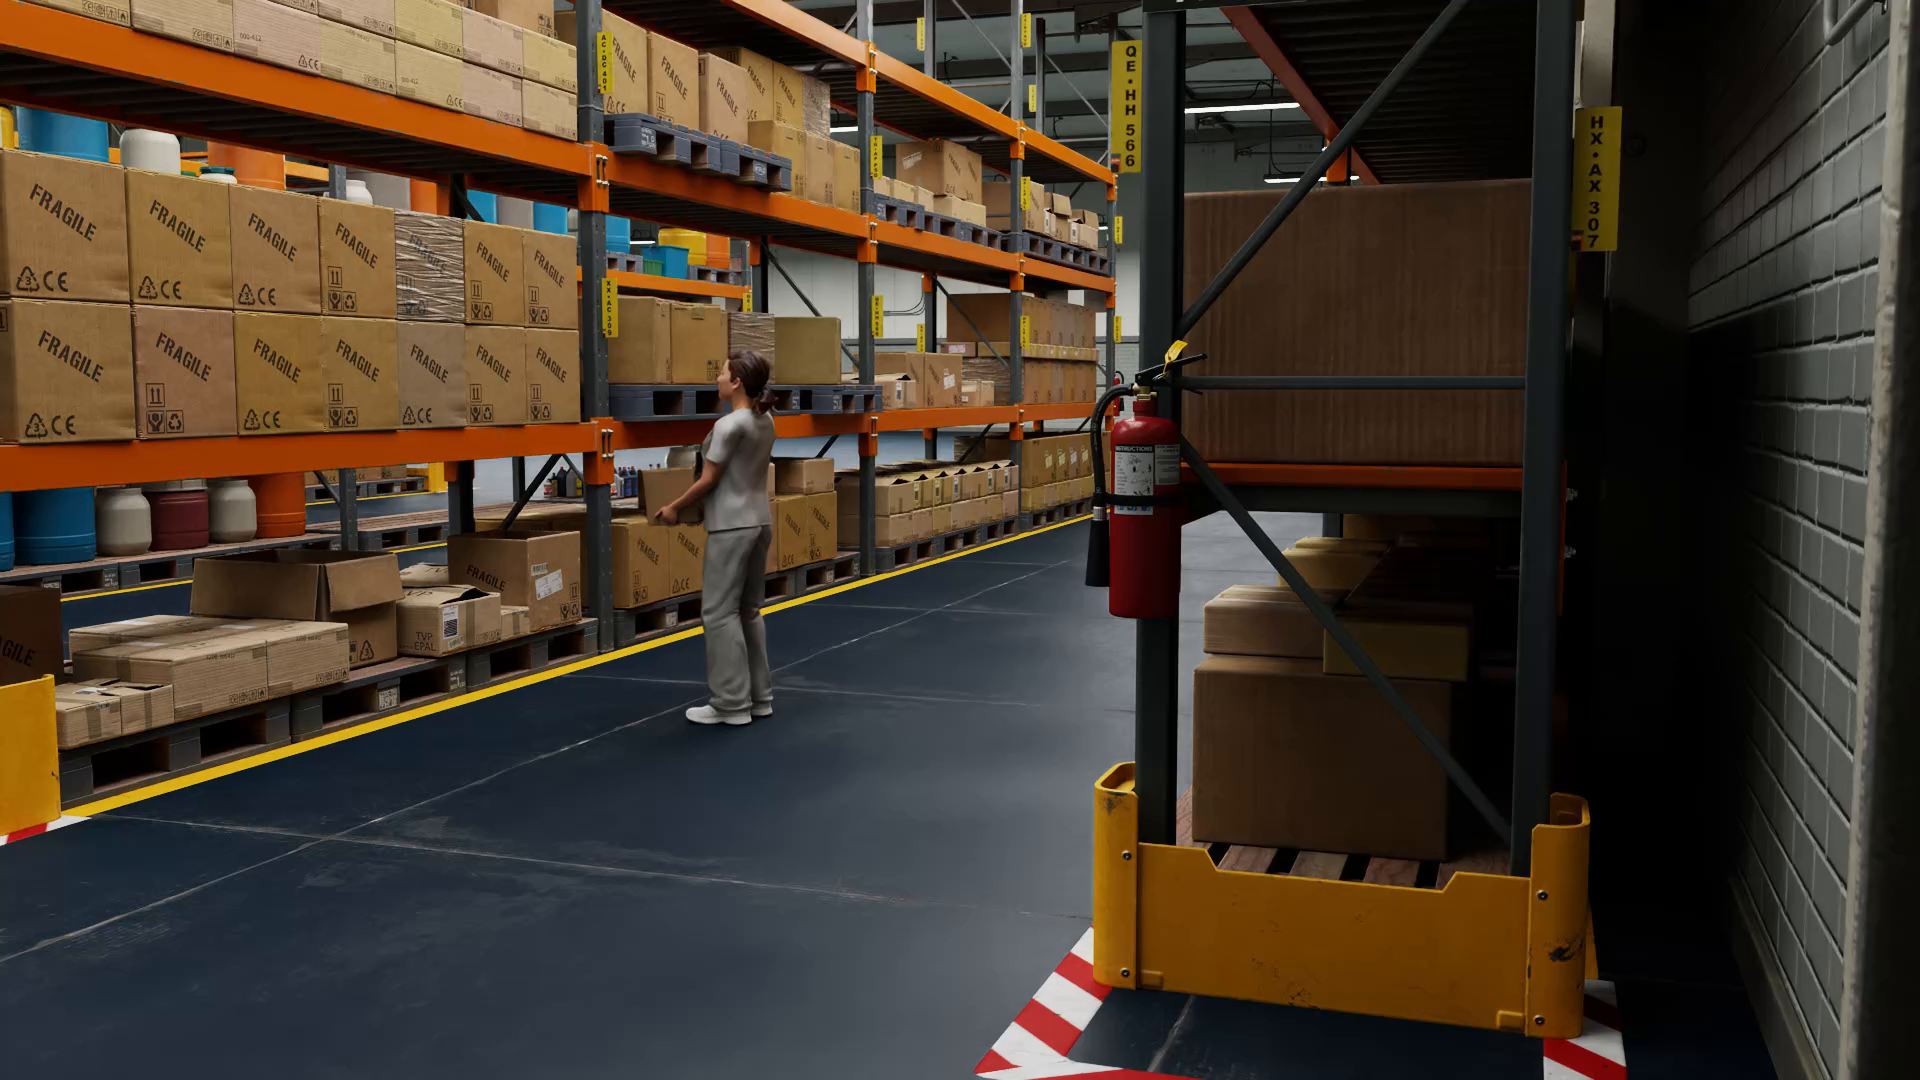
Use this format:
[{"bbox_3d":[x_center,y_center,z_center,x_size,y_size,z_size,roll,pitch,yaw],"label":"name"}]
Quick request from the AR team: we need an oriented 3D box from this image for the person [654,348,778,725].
[{"bbox_3d":[-1.065,-0.020,7.455,0.549,1.667,0.442,2,6,18],"label":"person"}]
